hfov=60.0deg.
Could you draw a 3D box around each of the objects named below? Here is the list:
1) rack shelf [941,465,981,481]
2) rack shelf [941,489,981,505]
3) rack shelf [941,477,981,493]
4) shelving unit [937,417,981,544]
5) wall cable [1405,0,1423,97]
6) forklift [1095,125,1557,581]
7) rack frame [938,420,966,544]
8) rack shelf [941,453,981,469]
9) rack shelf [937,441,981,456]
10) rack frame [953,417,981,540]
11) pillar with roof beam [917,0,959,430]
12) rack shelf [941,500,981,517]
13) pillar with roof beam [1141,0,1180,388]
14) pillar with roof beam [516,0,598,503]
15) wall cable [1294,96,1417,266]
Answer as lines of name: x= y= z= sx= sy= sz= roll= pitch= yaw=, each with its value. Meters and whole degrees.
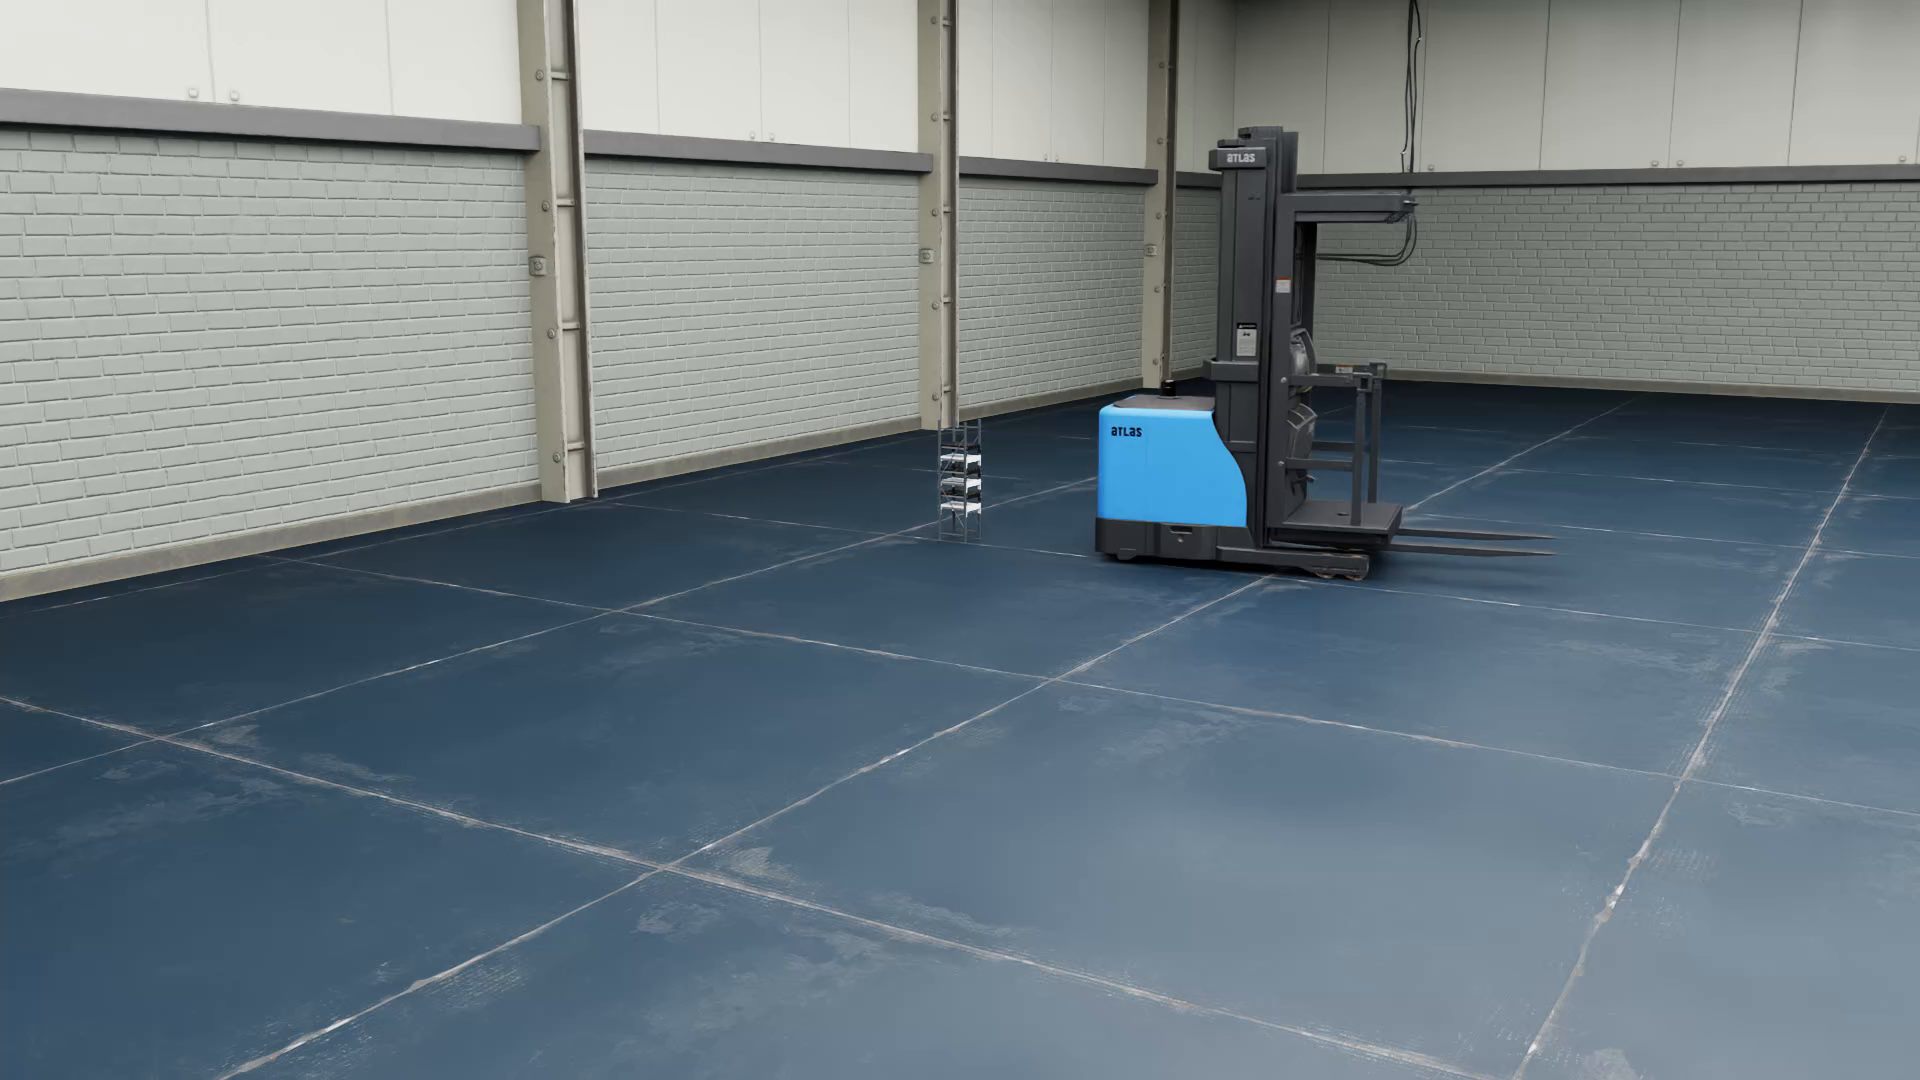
rack shelf: x=-0.004 y=-0.497 z=12.269 sx=0.258 sy=0.077 sz=0.200 roll=6 pitch=12 yaw=31
rack shelf: x=-0.004 y=-0.320 z=12.302 sx=0.258 sy=0.077 sz=0.200 roll=6 pitch=12 yaw=31
rack shelf: x=-0.004 y=-0.408 z=12.285 sx=0.258 sy=0.077 sz=0.200 roll=6 pitch=12 yaw=31
shelving unit: x=-0.004 y=-0.441 z=12.279 sx=0.258 sy=0.900 sz=0.210 roll=6 pitch=12 yaw=31
wall cable: x=7.844 y=-7.703 z=23.775 sx=3.097 sy=2.526 sz=0.112 roll=6 pitch=12 yaw=31
forklift: x=2.514 y=-1.283 z=11.259 sx=3.031 sy=2.935 sz=1.130 roll=4 pitch=11 yaw=19
rack frame: x=-0.057 y=-0.425 z=12.194 sx=0.240 sy=0.900 sz=0.006 roll=6 pitch=12 yaw=31
rack shelf: x=-0.004 y=-0.585 z=12.252 sx=0.258 sy=0.077 sz=0.200 roll=6 pitch=12 yaw=31
rack shelf: x=-0.004 y=-0.674 z=12.236 sx=0.258 sy=0.077 sz=0.200 roll=6 pitch=12 yaw=31
rack frame: x=0.049 y=-0.457 z=12.364 sx=0.240 sy=0.900 sz=0.006 roll=6 pitch=12 yaw=31
pillar with roof beam: x=3.436 y=-5.314 z=16.297 sx=9.100 sy=9.000 sz=0.400 roll=6 pitch=12 yaw=31
rack shelf: x=-0.004 y=-0.231 z=12.318 sx=0.258 sy=0.077 sz=0.200 roll=6 pitch=12 yaw=31
pillar with roof beam: x=6.552 y=-6.257 z=21.338 sx=9.100 sy=9.000 sz=0.400 roll=6 pitch=12 yaw=31
pillar with roof beam: x=0.321 y=-4.370 z=11.257 sx=9.100 sy=9.000 sz=0.400 roll=6 pitch=12 yaw=31
wall cable: x=5.532 y=-5.479 z=25.620 sx=3.097 sy=2.526 sz=0.112 roll=6 pitch=12 yaw=31
